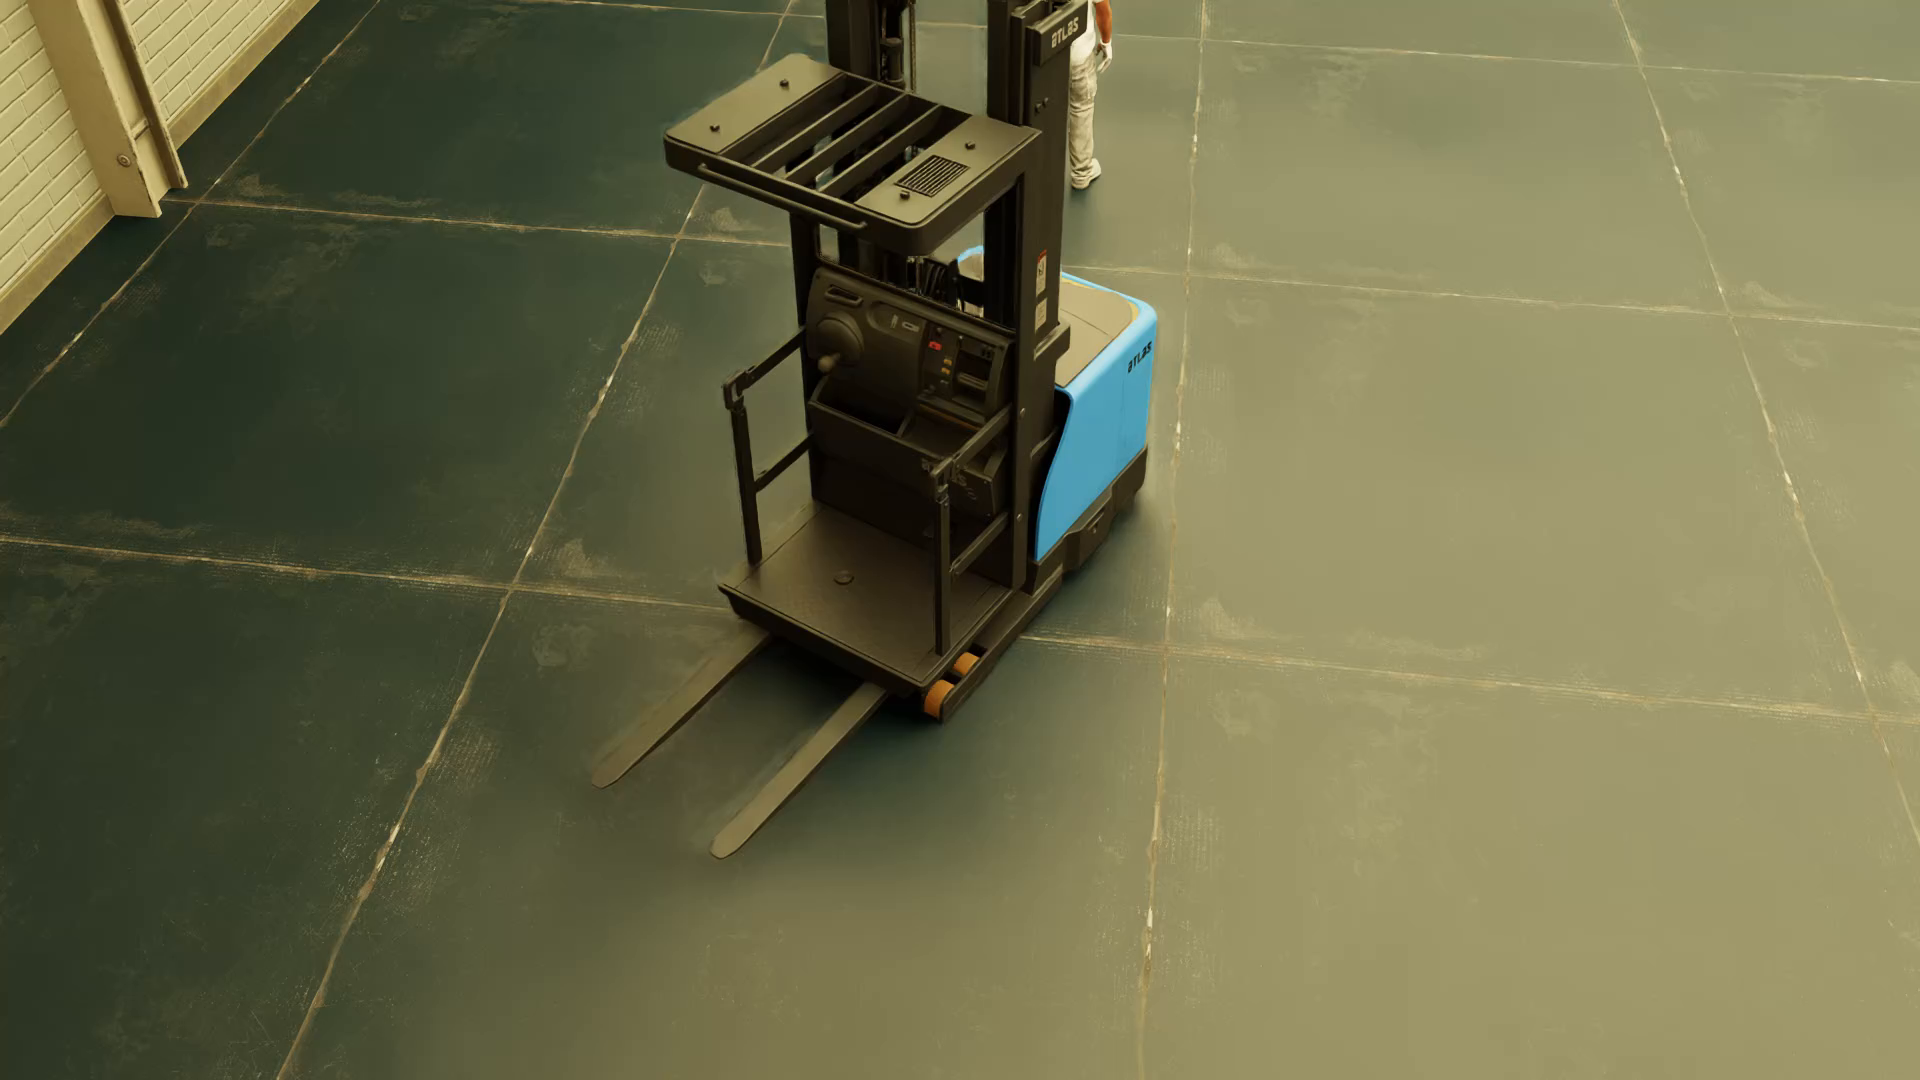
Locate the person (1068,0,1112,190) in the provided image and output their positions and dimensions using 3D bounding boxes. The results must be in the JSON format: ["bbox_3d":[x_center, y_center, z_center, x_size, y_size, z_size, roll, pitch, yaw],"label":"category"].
[{"bbox_3d":[0.585,-2.904,9.745,0.616,1.772,0.453,6,43,7],"label":"person"}]

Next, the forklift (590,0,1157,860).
[{"bbox_3d":[-0.336,-0.690,6.475,1.130,2.935,3.031,24,48,24],"label":"forklift"}]
